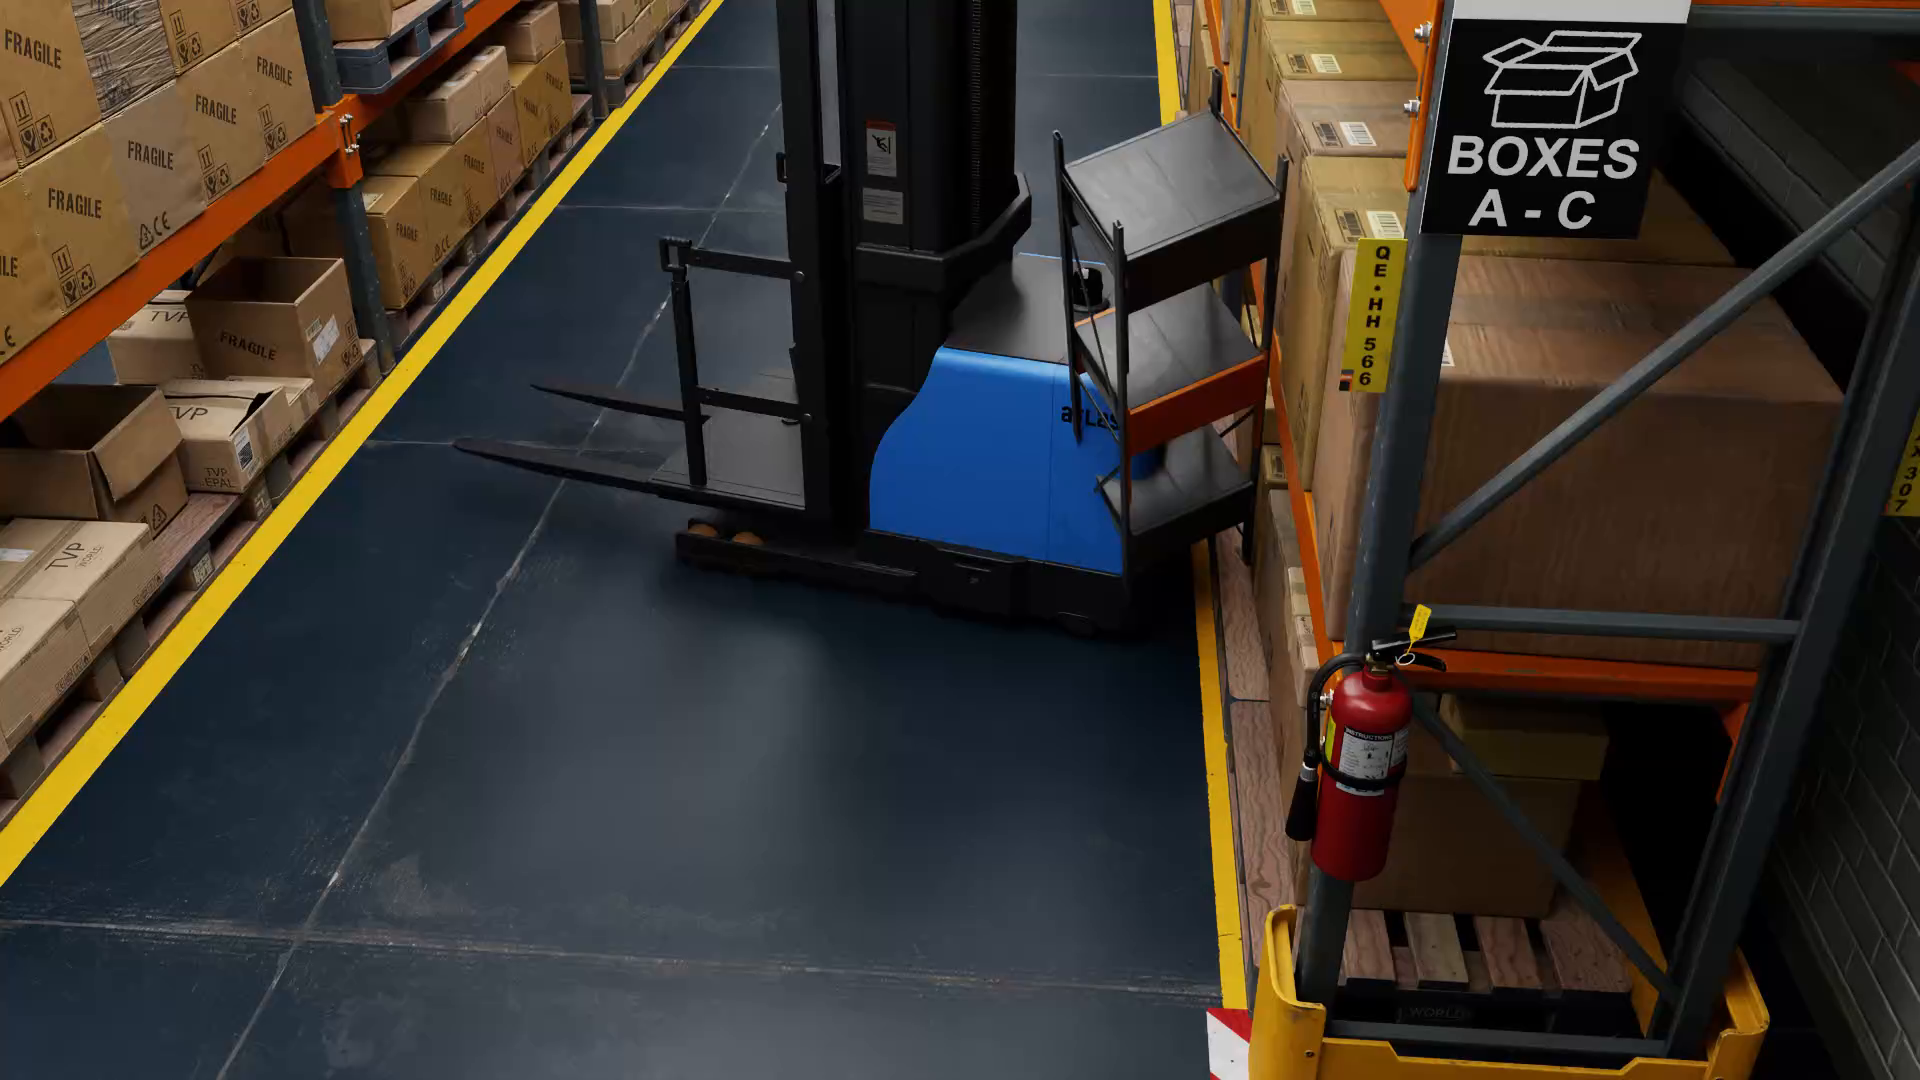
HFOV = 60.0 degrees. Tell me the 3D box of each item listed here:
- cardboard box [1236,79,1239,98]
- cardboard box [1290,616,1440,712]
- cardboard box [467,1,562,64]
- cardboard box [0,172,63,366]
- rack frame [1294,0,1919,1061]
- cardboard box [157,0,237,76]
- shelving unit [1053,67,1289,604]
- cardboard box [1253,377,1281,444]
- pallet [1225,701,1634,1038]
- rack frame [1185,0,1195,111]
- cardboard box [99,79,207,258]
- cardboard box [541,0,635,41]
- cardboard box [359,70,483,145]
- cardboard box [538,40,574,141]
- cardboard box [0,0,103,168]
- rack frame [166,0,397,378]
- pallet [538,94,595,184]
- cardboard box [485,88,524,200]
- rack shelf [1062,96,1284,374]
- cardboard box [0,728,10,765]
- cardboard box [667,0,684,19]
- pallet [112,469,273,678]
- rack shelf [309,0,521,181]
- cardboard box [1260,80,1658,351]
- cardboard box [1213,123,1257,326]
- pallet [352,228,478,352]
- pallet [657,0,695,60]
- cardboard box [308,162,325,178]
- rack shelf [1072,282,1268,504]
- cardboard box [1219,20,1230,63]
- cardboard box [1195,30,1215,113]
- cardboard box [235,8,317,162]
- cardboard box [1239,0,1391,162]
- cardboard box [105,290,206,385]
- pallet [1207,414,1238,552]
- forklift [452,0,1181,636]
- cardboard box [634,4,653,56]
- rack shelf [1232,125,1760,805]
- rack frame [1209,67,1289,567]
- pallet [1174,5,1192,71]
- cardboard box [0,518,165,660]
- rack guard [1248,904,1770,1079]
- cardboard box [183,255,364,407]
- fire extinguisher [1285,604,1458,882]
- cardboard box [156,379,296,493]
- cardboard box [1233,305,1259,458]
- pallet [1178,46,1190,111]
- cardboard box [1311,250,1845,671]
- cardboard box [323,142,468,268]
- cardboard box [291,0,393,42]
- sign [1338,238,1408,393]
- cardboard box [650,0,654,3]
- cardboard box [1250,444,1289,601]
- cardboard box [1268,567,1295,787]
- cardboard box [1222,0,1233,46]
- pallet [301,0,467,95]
[{"bbox_3d":[1.425,-1.996,7.350,0.380,0.149,0.250,3,32,4],"label":"cardboard box"},{"bbox_3d":[1.140,0.350,4.687,0.380,0.149,0.250,2,32,3],"label":"cardboard box"},{"bbox_3d":[-2.775,-3.121,10.203,0.500,0.250,0.500,4,32,6],"label":"cardboard box"},{"bbox_3d":[-3.204,-0.819,5.125,0.500,0.500,0.500,2,32,4],"label":"cardboard box"},{"bbox_3d":[1.354,0.186,3.589,1.000,3.000,0.127,2,32,4],"label":"rack frame"},{"bbox_3d":[-3.080,-2.040,6.153,0.500,0.500,0.500,2,32,3],"label":"cardboard box"},{"bbox_3d":[0.664,-0.508,5.349,0.503,2.100,0.431,-23,59,-8],"label":"shelving unit"},{"bbox_3d":[1.265,-0.465,6.010,0.380,0.149,0.250,2,32,3],"label":"cardboard box"},{"bbox_3d":[1.341,0.952,5.005,1.003,0.211,1.213,2,32,4],"label":"pallet"},{"bbox_3d":[2.006,-3.997,10.377,1.000,3.000,0.127,2,32,4],"label":"rack frame"},{"bbox_3d":[-3.123,-1.347,5.982,0.500,0.500,0.500,3,32,5],"label":"cardboard box"},{"bbox_3d":[-2.597,-3.715,11.605,0.500,0.311,0.500,3,32,6],"label":"cardboard box"},{"bbox_3d":[-2.894,-2.323,8.909,0.500,0.250,0.500,3,32,4],"label":"cardboard box"},{"bbox_3d":[-2.774,-2.831,10.448,0.500,0.500,0.500,4,32,6],"label":"cardboard box"},{"bbox_3d":[-3.163,-1.513,5.298,0.500,0.500,0.500,2,32,4],"label":"cardboard box"},{"bbox_3d":[-3.258,-2.115,7.323,1.000,3.000,0.127,2,32,4],"label":"rack frame"},{"bbox_3d":[-3.030,-2.631,10.818,1.003,0.211,1.213,2,32,4],"label":"pallet"},{"bbox_3d":[-2.853,-2.286,9.563,0.500,0.500,0.500,1,32,2],"label":"cardboard box"},{"bbox_3d":[0.597,-0.868,4.768,0.480,0.518,0.431,-23,59,-8],"label":"rack shelf"},{"bbox_3d":[-3.186,0.660,5.101,0.380,0.166,0.250,2,32,4],"label":"cardboard box"},{"bbox_3d":[-2.478,-4.279,13.056,0.500,0.250,0.500,3,32,5],"label":"cardboard box"},{"bbox_3d":[-3.411,0.071,6.434,1.003,0.211,1.213,2,32,4],"label":"pallet"},{"bbox_3d":[-3.095,-2.855,9.209,1.077,0.370,4.000,2,32,4],"label":"rack shelf"},{"bbox_3d":[1.505,-0.988,5.208,0.980,0.700,0.700,1,32,2],"label":"cardboard box"},{"bbox_3d":[1.603,-1.515,7.997,0.750,0.750,0.750,3,32,5],"label":"cardboard box"},{"bbox_3d":[-3.229,-1.355,8.748,1.003,0.211,1.213,2,32,4],"label":"pallet"},{"bbox_3d":[-2.724,-4.085,13.177,1.003,0.211,1.213,2,32,4],"label":"pallet"},{"bbox_3d":[-3.454,-1.767,8.721,0.500,0.500,0.500,3,32,4],"label":"cardboard box"},{"bbox_3d":[0.665,-0.501,5.361,0.480,0.518,0.431,-23,59,-8],"label":"rack shelf"},{"bbox_3d":[1.451,-2.403,8.011,0.380,0.149,0.250,2,32,4],"label":"cardboard box"},{"bbox_3d":[1.737,-2.424,9.473,0.750,0.750,0.750,2,32,4],"label":"cardboard box"},{"bbox_3d":[-3.043,-1.885,6.855,0.500,0.500,0.500,3,32,5],"label":"cardboard box"},{"bbox_3d":[1.620,-1.750,6.445,0.980,0.700,0.700,3,32,5],"label":"cardboard box"},{"bbox_3d":[-3.507,-0.948,7.572,0.500,0.311,0.500,2,32,4],"label":"cardboard box"},{"bbox_3d":[1.540,-0.324,7.075,1.003,0.211,1.213,2,32,4],"label":"pallet"},{"bbox_3d":[-0.594,-1.357,6.159,3.031,2.935,1.130,10,33,16],"label":"forklift"},{"bbox_3d":[-2.557,-3.739,12.179,0.500,0.250,0.500,2,32,3],"label":"cardboard box"},{"bbox_3d":[1.517,-0.554,5.475,1.077,0.370,4.000,2,32,4],"label":"rack shelf"},{"bbox_3d":[0.886,-0.603,5.382,0.015,2.100,0.400,-23,59,-8],"label":"rack frame"},{"bbox_3d":[2.173,-3.855,12.804,1.003,0.211,1.213,2,32,4],"label":"pallet"},{"bbox_3d":[-3.175,0.165,5.825,0.500,0.250,0.500,2,32,4],"label":"cardboard box"},{"bbox_3d":[1.352,1.263,4.225,1.175,0.500,0.348,2,32,4],"label":"rack guard"},{"bbox_3d":[-3.021,-0.928,7.361,0.500,0.500,0.500,2,32,4],"label":"cardboard box"},{"bbox_3d":[0.882,0.437,3.611,0.296,0.674,0.183,2,32,4],"label":"fire extinguisher"},{"bbox_3d":[-3.082,-0.456,6.774,0.500,0.311,0.500,2,32,4],"label":"cardboard box"},{"bbox_3d":[1.517,-0.634,6.901,0.700,0.500,0.500,3,32,5],"label":"cardboard box"},{"bbox_3d":[2.071,-3.219,11.772,1.003,0.211,1.213,2,32,4],"label":"pallet"},{"bbox_3d":[1.386,-0.209,3.944,0.980,0.700,0.700,4,32,6],"label":"cardboard box"},{"bbox_3d":[-2.943,-1.760,8.711,0.500,0.500,0.500,3,32,5],"label":"cardboard box"},{"bbox_3d":[-2.996,-2.575,7.573,0.700,0.500,0.500,-8,33,-13],"label":"cardboard box"},{"bbox_3d":[0.815,-0.438,3.273,0.100,0.325,0.005,2,32,4],"label":"sign"},{"bbox_3d":[-2.518,-4.257,12.484,0.500,0.311,0.500,2,32,3],"label":"cardboard box"},{"bbox_3d":[1.429,-0.103,6.040,0.700,0.500,0.500,3,32,5],"label":"cardboard box"},{"bbox_3d":[1.352,0.439,5.160,0.700,0.500,0.500,2,32,4],"label":"cardboard box"},{"bbox_3d":[1.498,-2.603,7.716,0.500,0.500,0.500,3,32,4],"label":"cardboard box"},{"bbox_3d":[-3.084,-2.447,8.044,1.003,0.211,1.213,2,32,4],"label":"pallet"}]
